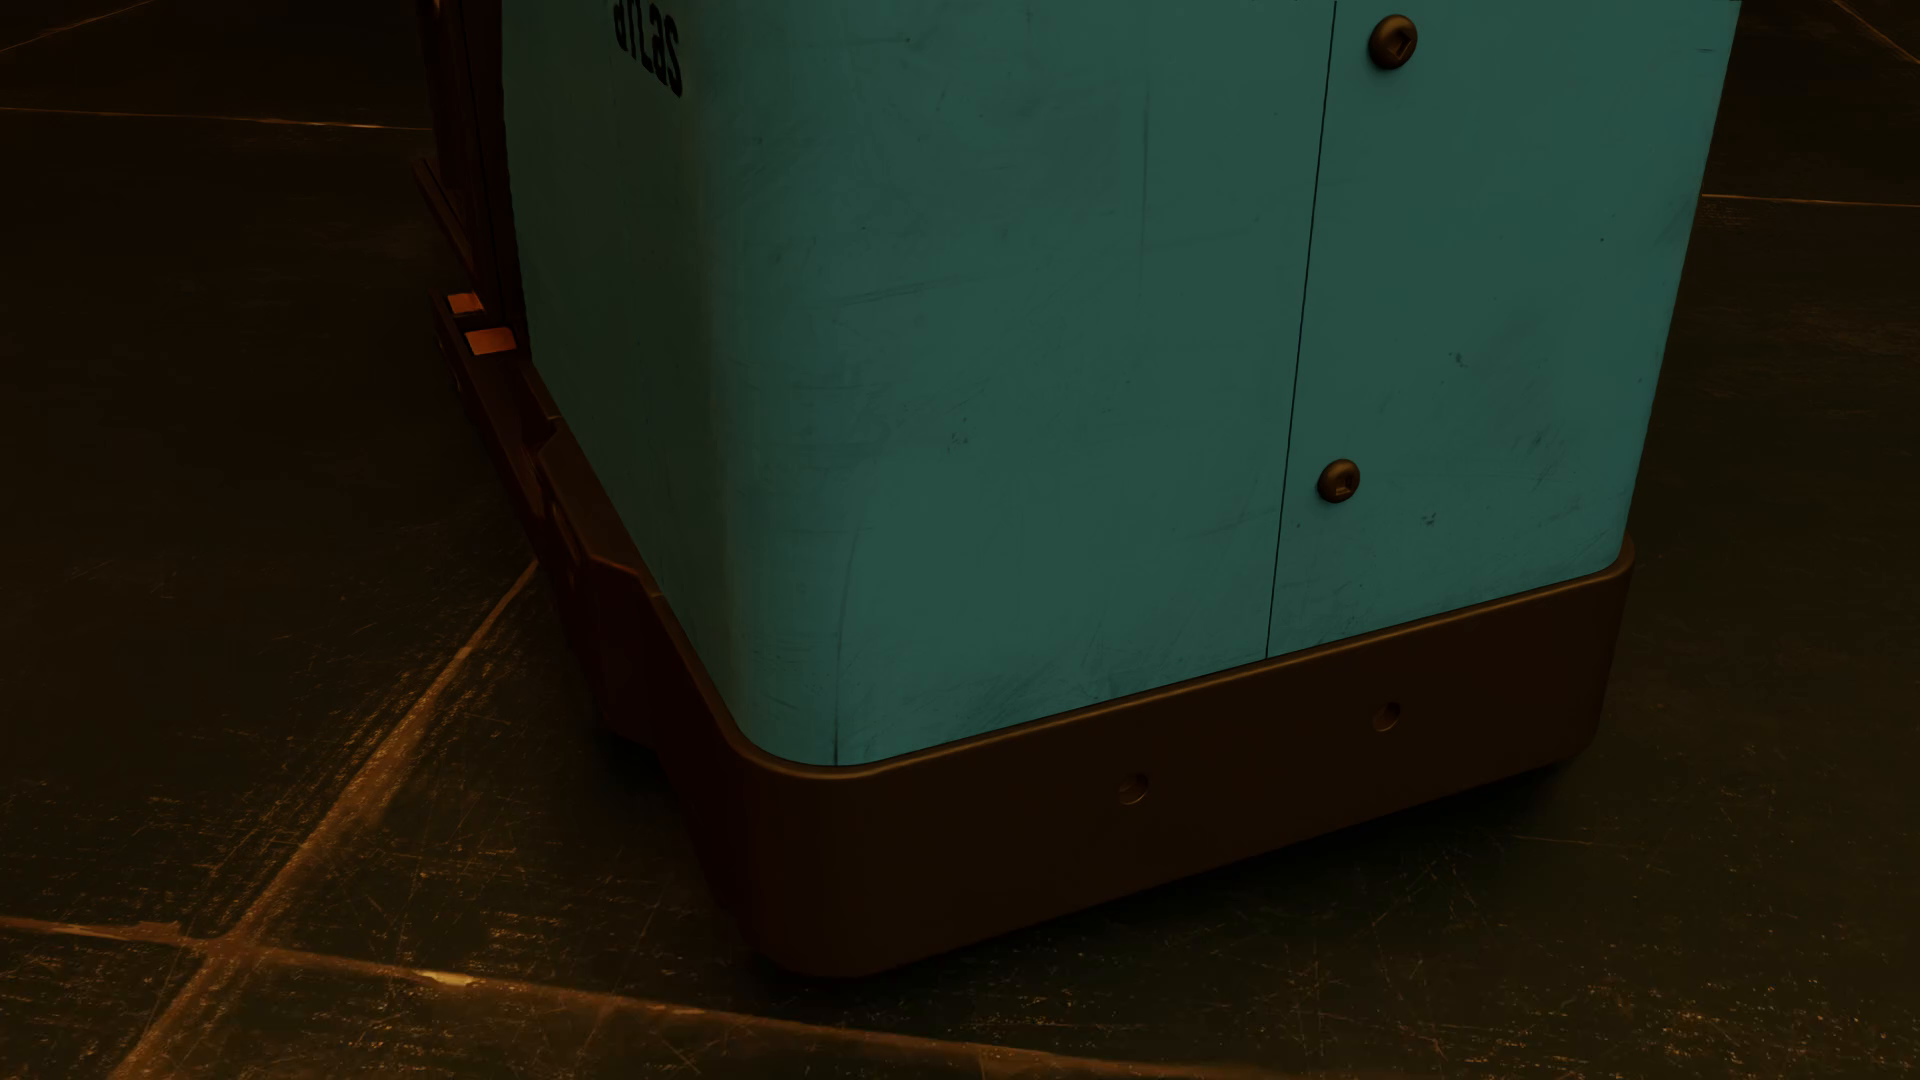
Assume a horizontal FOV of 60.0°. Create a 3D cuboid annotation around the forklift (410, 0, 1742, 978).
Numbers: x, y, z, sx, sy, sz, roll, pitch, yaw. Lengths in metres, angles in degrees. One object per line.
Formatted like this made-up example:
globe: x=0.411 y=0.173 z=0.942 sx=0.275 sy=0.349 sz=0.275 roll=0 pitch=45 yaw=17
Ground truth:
forklift: x=-0.308 y=-1.556 z=2.284 sx=1.130 sy=2.935 sz=3.031 roll=-12 pitch=31 yaw=-21
